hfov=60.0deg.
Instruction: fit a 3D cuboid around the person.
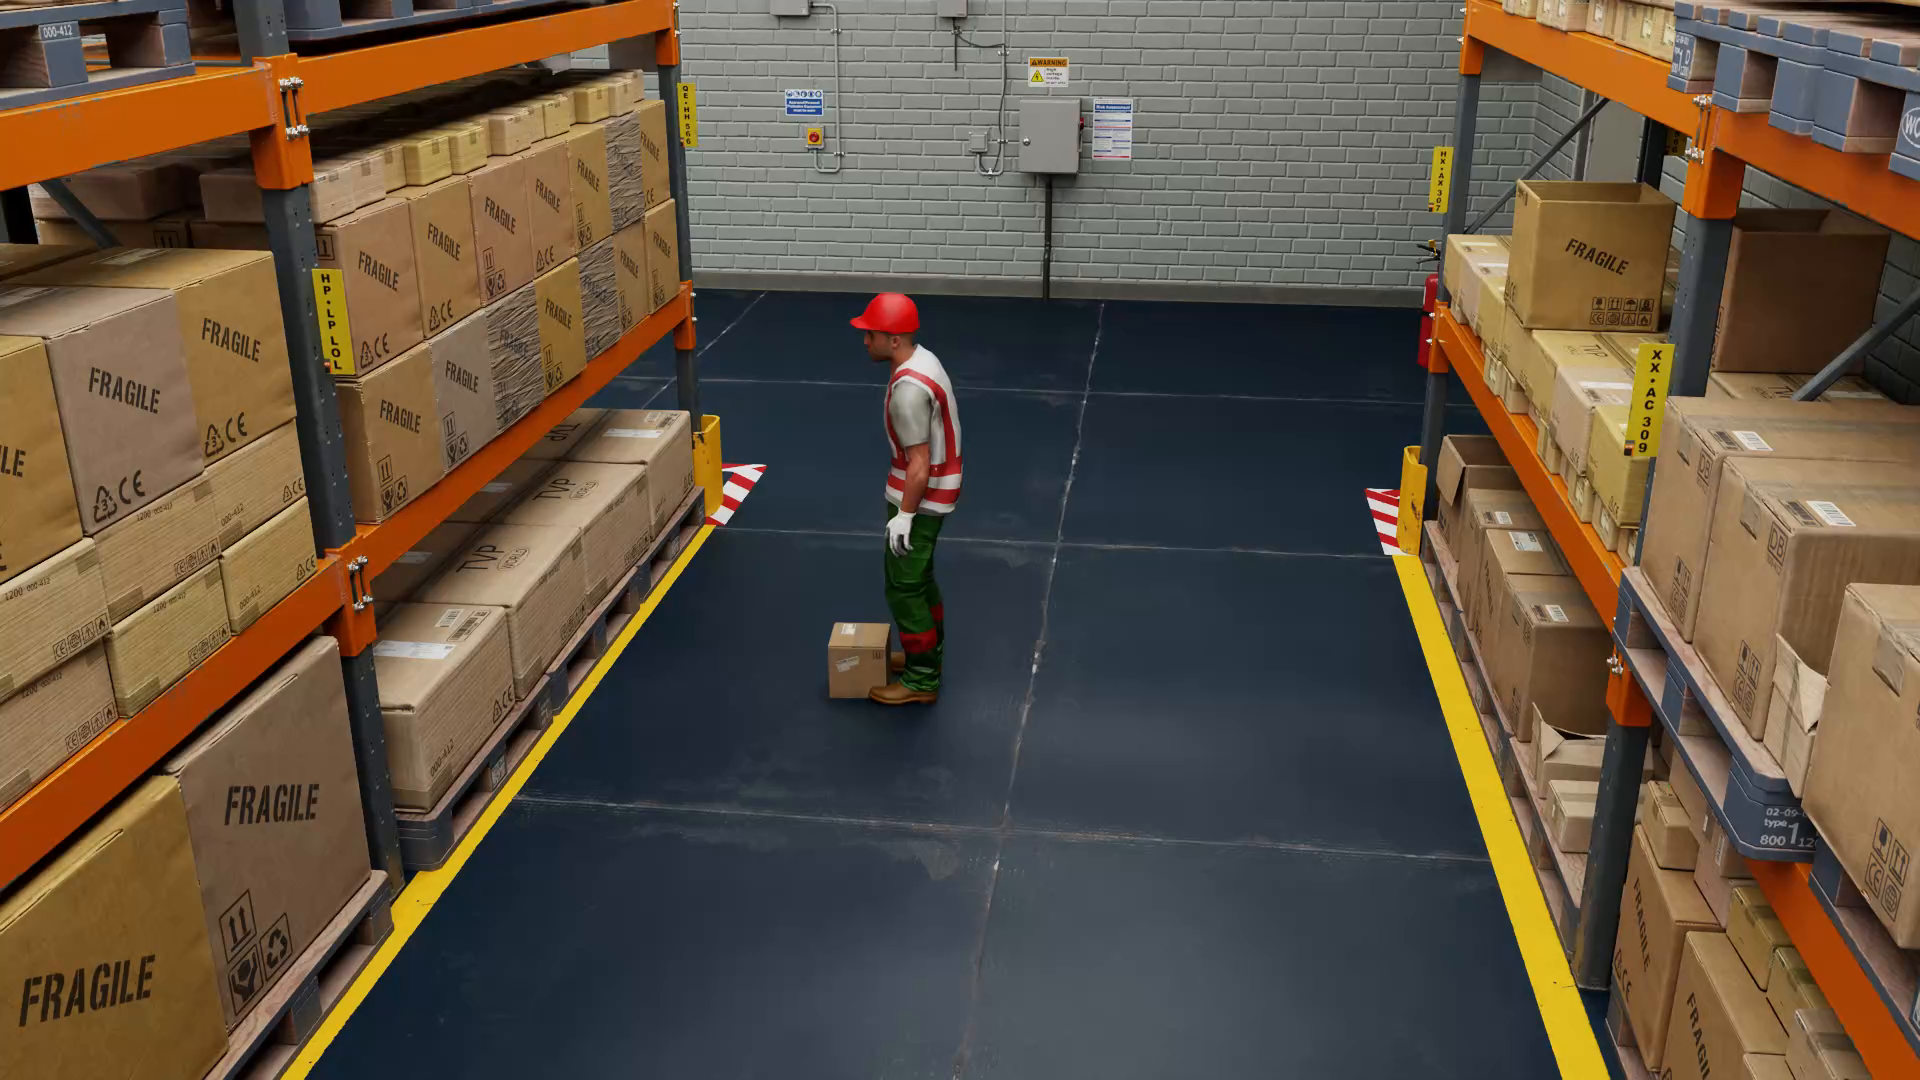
[{"bbox_3d":[-0.223,-0.173,7.013,0.455,1.779,0.612,2,21,6],"label":"person"}]
